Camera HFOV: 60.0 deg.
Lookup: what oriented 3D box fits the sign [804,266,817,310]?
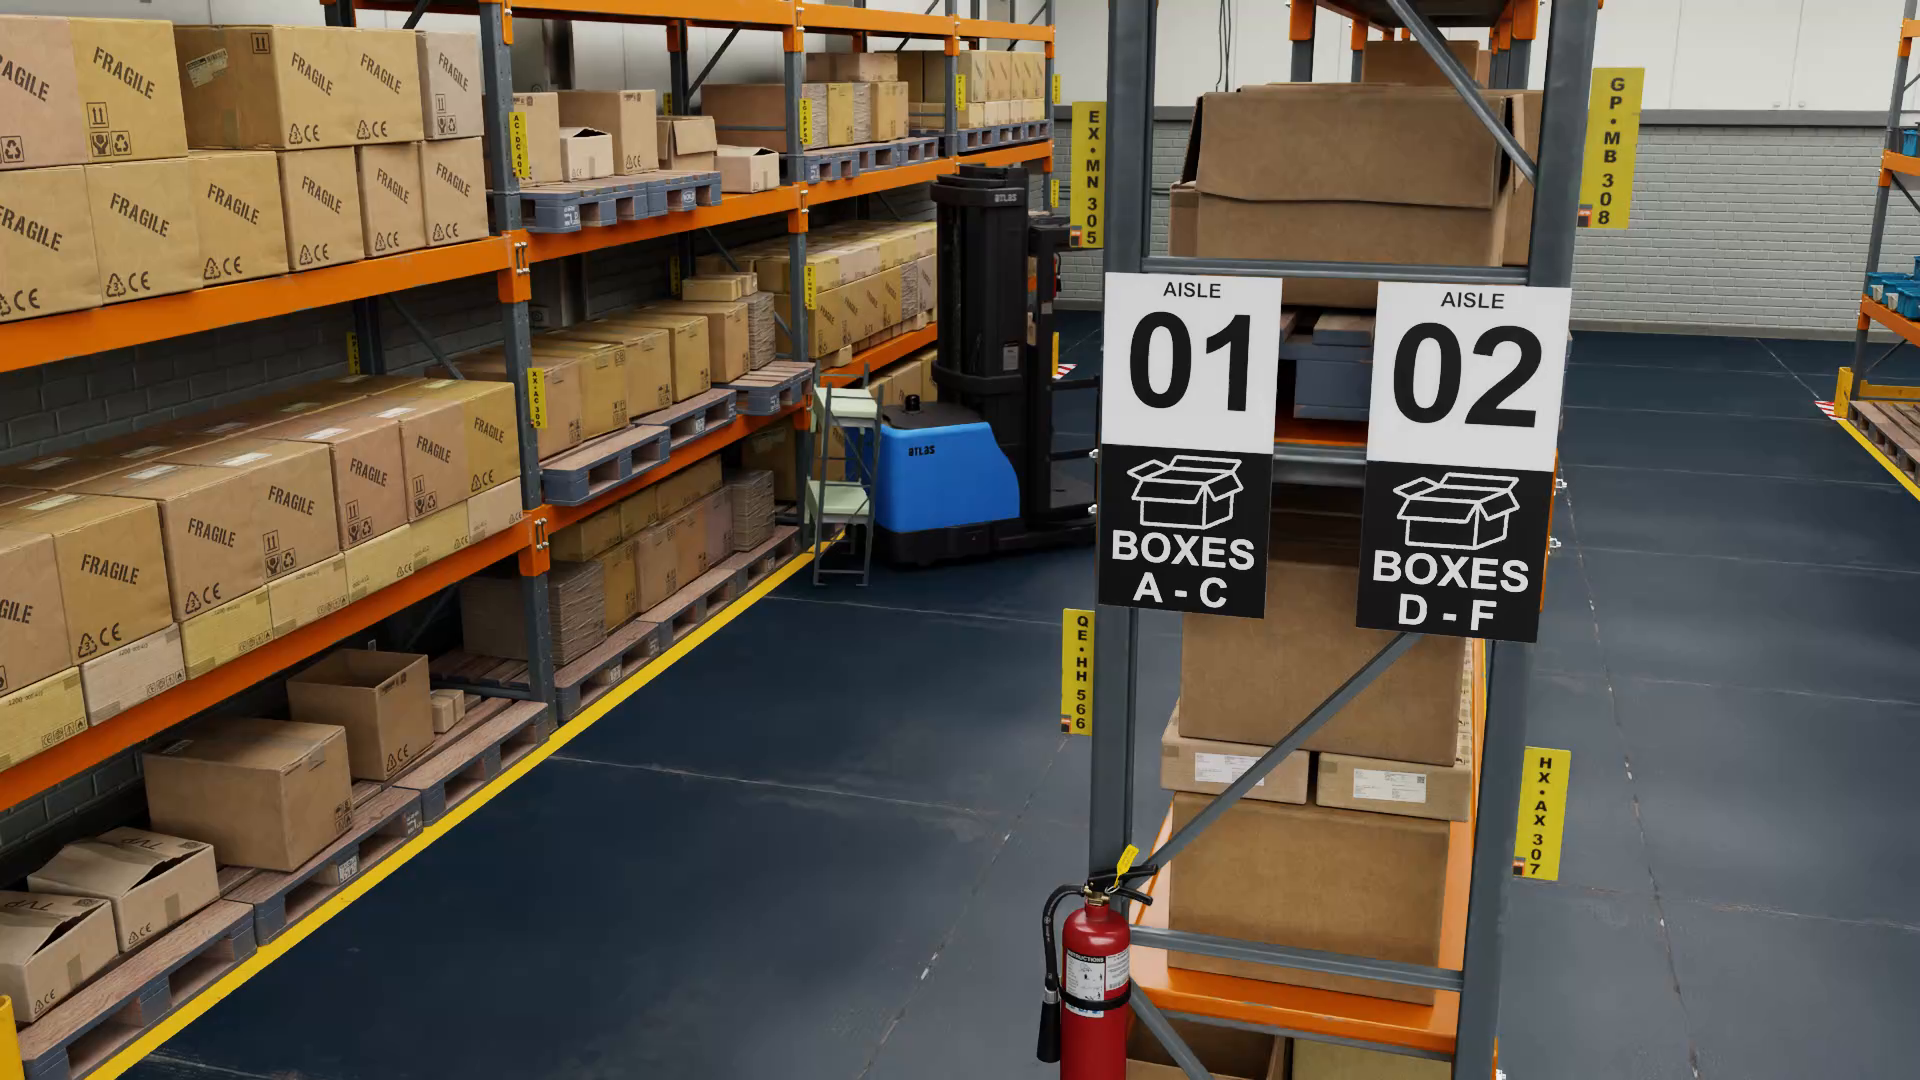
[{"bbox_3d":[-1.136,-1.910,12.588,0.100,0.325,0.005,5,16,16],"label":"sign"}]

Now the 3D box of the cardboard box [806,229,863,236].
[{"bbox_3d":[-1.182,-2.669,15.104,0.500,0.250,0.500,4,16,14],"label":"cardboard box"}]

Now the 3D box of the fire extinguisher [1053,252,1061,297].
[{"bbox_3d":[1.100,-3.310,20.328,0.296,0.674,0.183,5,16,16],"label":"fire extinguisher"}]

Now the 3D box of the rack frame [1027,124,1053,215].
[{"bbox_3d":[0.615,-3.523,20.254,1.000,3.000,0.127,5,16,16],"label":"rack frame"}]

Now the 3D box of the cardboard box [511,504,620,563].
[{"bbox_3d":[-2.480,-0.063,10.454,0.500,0.250,0.500,4,16,15],"label":"cardboard box"}]

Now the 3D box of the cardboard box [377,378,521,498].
[{"bbox_3d":[-2.633,-0.534,8.580,0.500,0.500,0.500,5,16,16],"label":"cardboard box"}]

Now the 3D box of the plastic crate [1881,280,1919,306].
[{"bbox_3d":[9.541,-2.492,16.815,0.416,0.233,0.300,5,16,16],"label":"plastic crate"}]

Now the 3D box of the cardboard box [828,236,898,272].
[{"bbox_3d":[-0.853,-2.496,14.494,0.500,0.250,0.500,4,16,15],"label":"cardboard box"}]

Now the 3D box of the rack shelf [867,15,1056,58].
[{"bbox_3d":[0.047,-5.348,17.743,1.077,0.370,4.000,5,16,16],"label":"rack shelf"}]

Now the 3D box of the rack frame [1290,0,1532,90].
[{"bbox_3d":[1.955,-2.887,7.016,1.000,3.000,0.127,5,16,16],"label":"rack frame"}]

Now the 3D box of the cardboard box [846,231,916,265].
[{"bbox_3d":[-0.709,-2.630,14.965,0.500,0.250,0.500,5,17,17],"label":"cardboard box"}]

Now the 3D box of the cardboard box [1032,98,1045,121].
[{"bbox_3d":[0.661,-4.932,19.046,0.500,0.250,0.500,5,17,18],"label":"cardboard box"}]

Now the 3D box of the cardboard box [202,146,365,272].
[{"bbox_3d":[-2.979,-1.454,7.242,0.500,0.500,0.500,4,16,14],"label":"cardboard box"}]

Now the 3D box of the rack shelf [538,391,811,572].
[{"bbox_3d":[-2.227,-0.561,11.128,1.077,0.370,4.000,5,16,16],"label":"rack shelf"}]

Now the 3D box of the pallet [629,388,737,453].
[{"bbox_3d":[-2.182,-0.817,11.064,1.003,0.211,1.213,5,16,16],"label":"pallet"}]

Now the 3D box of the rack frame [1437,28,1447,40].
[{"bbox_3d":[5.362,-6.026,18.085,0.949,2.616,0.053,5,16,16],"label":"rack frame"}]

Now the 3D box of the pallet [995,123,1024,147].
[{"bbox_3d":[0.069,-4.408,18.040,1.003,0.211,1.213,5,16,16],"label":"pallet"}]

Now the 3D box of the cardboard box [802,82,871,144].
[{"bbox_3d":[-1.177,-3.681,14.324,0.700,0.500,0.500,5,16,16],"label":"cardboard box"}]

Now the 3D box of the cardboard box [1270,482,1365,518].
[{"bbox_3d":[1.123,0.101,4.917,0.700,0.500,0.500,4,16,14],"label":"cardboard box"}]

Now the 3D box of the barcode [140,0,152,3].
[{"bbox_3d":[-3.603,-2.410,7.352,0.001,0.075,0.075,5,16,16],"label":"barcode"}]

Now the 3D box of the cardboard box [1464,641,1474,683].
[{"bbox_3d":[1.355,0.400,5.052,0.380,0.149,0.250,4,16,15],"label":"cardboard box"}]

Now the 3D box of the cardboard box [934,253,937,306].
[{"bbox_3d":[-0.411,-2.537,16.012,0.500,0.500,0.500,4,16,15],"label":"cardboard box"}]

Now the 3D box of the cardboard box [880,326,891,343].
[{"bbox_3d":[-0.836,-1.857,14.805,0.380,0.149,0.250,5,17,18],"label":"cardboard box"}]

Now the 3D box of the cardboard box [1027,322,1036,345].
[{"bbox_3d":[0.512,-2.332,19.864,0.700,0.500,0.500,5,16,16],"label":"cardboard box"}]

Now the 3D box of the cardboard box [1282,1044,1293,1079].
[{"bbox_3d":[0.818,1.872,5.502,0.500,0.250,0.500,5,16,16],"label":"cardboard box"}]

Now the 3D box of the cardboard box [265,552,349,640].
[{"bbox_3d":[-3.059,0.220,7.293,0.500,0.250,0.500,5,17,16],"label":"cardboard box"}]

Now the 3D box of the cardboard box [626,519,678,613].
[{"bbox_3d":[-2.320,0.144,11.100,0.700,0.500,0.500,5,17,17],"label":"cardboard box"}]

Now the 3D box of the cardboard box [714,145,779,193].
[{"bbox_3d":[-1.604,-2.631,11.737,0.500,0.311,0.500,5,16,16],"label":"cardboard box"}]

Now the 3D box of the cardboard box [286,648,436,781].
[{"bbox_3d":[-3.052,0.882,8.498,0.500,0.500,0.500,3,16,12],"label":"cardboard box"}]

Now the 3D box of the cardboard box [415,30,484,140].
[{"bbox_3d":[-2.678,-2.213,8.087,0.500,0.500,0.500,3,16,11],"label":"cardboard box"}]

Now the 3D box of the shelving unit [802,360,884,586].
[{"bbox_3d":[-0.871,-0.498,12.214,0.431,1.500,0.755,2,18,-12],"label":"shelving unit"}]

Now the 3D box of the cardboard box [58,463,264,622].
[{"bbox_3d":[-3.205,0.000,6.697,0.500,0.500,0.500,4,16,14],"label":"cardboard box"}]

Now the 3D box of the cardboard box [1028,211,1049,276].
[{"bbox_3d":[0.480,-3.533,19.740,0.980,0.700,0.700,5,17,18],"label":"cardboard box"}]

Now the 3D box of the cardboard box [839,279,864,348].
[{"bbox_3d":[-1.117,-1.875,13.676,0.500,0.500,0.500,5,17,18],"label":"cardboard box"}]

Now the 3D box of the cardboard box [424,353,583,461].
[{"bbox_3d":[-2.618,-0.774,9.572,0.700,0.500,0.500,5,16,16],"label":"cardboard box"}]

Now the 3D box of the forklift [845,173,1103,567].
[{"bbox_3d":[0.634,-1.437,13.142,3.031,2.867,1.129,-8,18,-26],"label":"forklift"}]

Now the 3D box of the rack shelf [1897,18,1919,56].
[{"bbox_3d":[9.545,-4.579,15.034,1.077,0.370,4.000,5,16,16],"label":"rack shelf"}]

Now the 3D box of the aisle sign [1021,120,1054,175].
[{"bbox_3d":[0.923,-4.769,19.883,0.394,0.787,0.004,5,16,16],"label":"aisle sign"}]

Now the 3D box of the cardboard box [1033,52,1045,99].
[{"bbox_3d":[0.668,-5.292,18.942,0.500,0.500,0.500,5,16,16],"label":"cardboard box"}]

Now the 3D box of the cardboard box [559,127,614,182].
[{"bbox_3d":[-2.388,-2.284,9.781,0.500,0.311,0.500,5,17,18],"label":"cardboard box"}]

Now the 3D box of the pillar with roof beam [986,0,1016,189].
[{"bbox_3d":[4.680,-6.849,20.985,9.100,9.000,0.400,5,16,16],"label":"pillar with roof beam"}]

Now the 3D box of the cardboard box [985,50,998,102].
[{"bbox_3d":[0.090,-4.758,17.059,0.500,0.500,0.500,4,16,15],"label":"cardboard box"}]

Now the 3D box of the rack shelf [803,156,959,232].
[{"bbox_3d":[-1.090,-3.050,14.408,1.077,0.370,4.000,5,16,16],"label":"rack shelf"}]

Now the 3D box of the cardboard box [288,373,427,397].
[{"bbox_3d":[-3.129,-0.575,8.724,0.500,0.500,0.500,4,16,15],"label":"cardboard box"}]

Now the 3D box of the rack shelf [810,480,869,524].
[{"bbox_3d":[-0.892,-0.281,12.281,0.368,0.124,0.686,2,18,-12],"label":"rack shelf"}]

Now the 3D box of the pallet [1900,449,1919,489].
[{"bbox_3d":[9.148,-0.562,14.925,1.003,0.211,1.213,5,16,16],"label":"pallet"}]

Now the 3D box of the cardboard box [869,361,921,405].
[{"bbox_3d":[-0.832,-1.232,15.344,0.750,0.750,0.750,5,17,18],"label":"cardboard box"}]

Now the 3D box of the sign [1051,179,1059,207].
[{"bbox_3d":[1.131,-4.148,19.902,0.100,0.325,0.005,5,16,16],"label":"sign"}]

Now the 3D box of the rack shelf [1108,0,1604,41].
[{"bbox_3d":[1.387,-1.825,5.324,1.077,0.370,4.000,5,16,16],"label":"rack shelf"}]

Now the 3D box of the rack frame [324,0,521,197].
[{"bbox_3d":[-2.795,-3.270,8.366,1.000,3.000,0.127,5,16,16],"label":"rack frame"}]
